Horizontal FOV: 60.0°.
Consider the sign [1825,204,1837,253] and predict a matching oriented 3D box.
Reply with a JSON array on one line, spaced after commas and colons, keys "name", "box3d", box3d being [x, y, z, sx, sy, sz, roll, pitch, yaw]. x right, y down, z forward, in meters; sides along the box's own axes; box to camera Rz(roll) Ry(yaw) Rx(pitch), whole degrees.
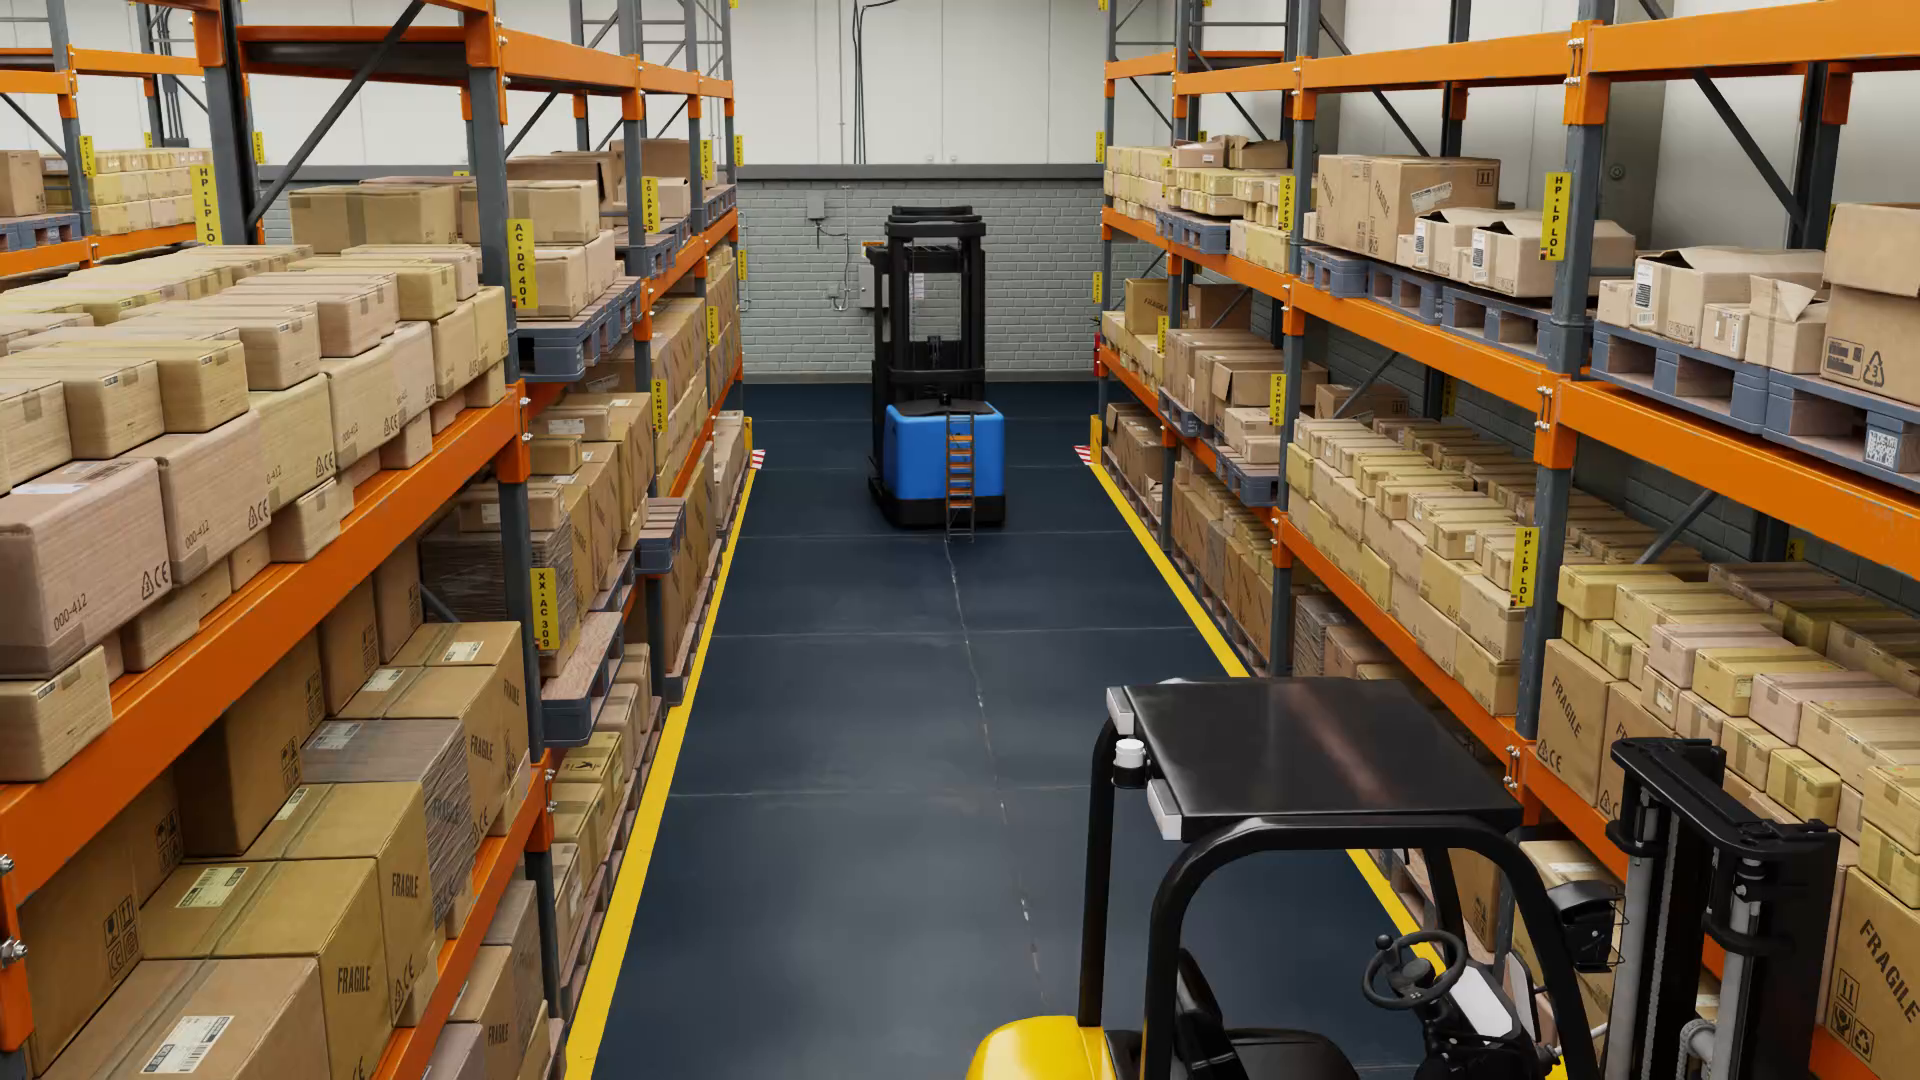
[{"name": "sign", "box3d": [3.353, -1.130, 6.406, 0.100, 0.325, 0.005, -1, 14, -3]}]

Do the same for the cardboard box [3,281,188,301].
[{"name": "cardboard box", "box3d": [-2.325, -0.613, 4.496, 0.380, 0.149, 0.250, -1, 14, -4]}]

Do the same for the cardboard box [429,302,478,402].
[{"name": "cardboard box", "box3d": [-1.826, -0.595, 5.227, 0.500, 0.250, 0.500, -1, 14, -4]}]

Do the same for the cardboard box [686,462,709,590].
[{"name": "cardboard box", "box3d": [-2.468, -0.089, 12.996, 0.875, 0.875, 0.875, 0, 14, -2]}]

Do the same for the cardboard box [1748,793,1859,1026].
[{"name": "cardboard box", "box3d": [2.658, 1.067, 4.883, 0.500, 0.500, 0.500, -1, 14, -3]}]

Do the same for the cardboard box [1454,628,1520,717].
[{"name": "cardboard box", "box3d": [2.507, 0.572, 7.309, 0.500, 0.250, 0.500, -1, 14, -2]}]

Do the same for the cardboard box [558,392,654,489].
[{"name": "cardboard box", "box3d": [-2.097, -0.584, 9.860, 0.500, 0.500, 0.500, -1, 14, -5]}]

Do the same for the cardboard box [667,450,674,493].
[{"name": "cardboard box", "box3d": [-2.231, -0.477, 11.386, 0.500, 0.250, 0.500, -1, 14, -5]}]

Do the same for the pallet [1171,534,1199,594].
[{"name": "pallet", "box3d": [2.392, 0.183, 14.116, 1.003, 0.211, 1.213, -1, 14, -3]}]

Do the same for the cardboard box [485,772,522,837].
[{"name": "cardboard box", "box3d": [-1.808, 0.957, 6.016, 0.380, 0.149, 0.250, -1, 14, -2]}]

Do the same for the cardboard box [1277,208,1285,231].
[{"name": "cardboard box", "box3d": [2.293, -2.097, 10.861, 0.380, 0.149, 0.250, -1, 14, -5]}]

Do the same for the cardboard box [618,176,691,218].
[{"name": "cardboard box", "box3d": [-2.386, -2.689, 12.996, 0.500, 0.311, 0.500, -1, 14, -3]}]

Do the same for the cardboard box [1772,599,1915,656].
[{"name": "cardboard box", "box3d": [3.125, 0.317, 5.898, 0.380, 0.149, 0.250, -1, 14, -4]}]

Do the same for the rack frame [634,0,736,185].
[{"name": "rack frame", "box3d": [-2.898, -5.192, 17.369, 1.000, 3.000, 0.127, -1, 14, -3]}]

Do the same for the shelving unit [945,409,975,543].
[{"name": "shelving unit", "box3d": [0.001, -0.577, 15.087, 0.258, 1.200, 0.189, -1, 14, -3]}]

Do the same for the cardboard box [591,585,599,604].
[{"name": "cardboard box", "box3d": [-1.962, 0.216, 8.051, 0.380, 0.149, 0.250, -1, 14, -3]}]

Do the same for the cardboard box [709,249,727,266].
[{"name": "cardboard box", "box3d": [-2.562, -2.858, 16.830, 0.380, 0.149, 0.250, -1, 14, -2]}]

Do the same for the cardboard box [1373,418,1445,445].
[{"name": "cardboard box", "box3d": [2.774, -0.659, 10.290, 0.380, 0.149, 0.250, 0, 14, -2]}]

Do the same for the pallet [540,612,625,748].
[{"name": "pallet", "box3d": [-2.057, 0.598, 7.289, 1.003, 0.211, 1.213, -1, 14, -3]}]

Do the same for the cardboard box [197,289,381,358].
[{"name": "cardboard box", "box3d": [-1.726, -0.560, 4.290, 0.380, 0.149, 0.250, -1, 14, -3]}]

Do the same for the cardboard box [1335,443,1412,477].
[{"name": "cardboard box", "box3d": [2.366, -0.459, 9.510, 0.380, 0.149, 0.250, -1, 14, -3]}]

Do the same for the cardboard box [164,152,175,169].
[{"name": "cardboard box", "box3d": [-7.423, -3.474, 15.210, 0.380, 0.149, 0.250, -1, 14, -5]}]

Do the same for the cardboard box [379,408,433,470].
[{"name": "cardboard box", "box3d": [-1.781, -0.303, 4.893, 0.380, 0.149, 0.250, 0, 14, -2]}]

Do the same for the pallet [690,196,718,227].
[{"name": "pallet", "box3d": [-2.690, -2.905, 14.679, 1.003, 0.211, 1.213, -1, 14, -3]}]

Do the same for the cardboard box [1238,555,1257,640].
[{"name": "cardboard box", "box3d": [2.290, 0.406, 11.825, 0.500, 0.500, 0.500, -1, 14, -4]}]

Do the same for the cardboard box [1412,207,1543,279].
[{"name": "cardboard box", "box3d": [2.464, -1.408, 7.819, 0.500, 0.311, 0.500, -1, 14, -5]}]

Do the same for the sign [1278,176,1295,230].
[{"name": "sign", "box3d": [2.010, -2.070, 10.217, 0.100, 0.325, 0.005, -1, 14, -3]}]

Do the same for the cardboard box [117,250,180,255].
[{"name": "cardboard box", "box3d": [-8.032, -2.621, 16.611, 0.500, 0.500, 0.500, 0, 14, -2]}]

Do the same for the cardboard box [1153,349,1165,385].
[{"name": "cardboard box", "box3d": [2.029, -1.564, 15.011, 0.500, 0.250, 0.500, -1, 14, -2]}]

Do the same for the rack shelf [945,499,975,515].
[{"name": "rack shelf", "box3d": [0.001, -0.302, 15.157, 0.258, 0.103, 0.180, -1, 14, -3]}]

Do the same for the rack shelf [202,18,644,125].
[{"name": "rack shelf", "box3d": [-2.278, -2.163, 7.843, 1.077, 0.370, 4.000, -1, 14, -3]}]

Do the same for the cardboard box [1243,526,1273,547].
[{"name": "cardboard box", "box3d": [2.277, 0.000, 12.103, 0.380, 0.149, 0.250, 0, 14, -2]}]

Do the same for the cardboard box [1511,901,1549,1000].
[{"name": "cardboard box", "box3d": [2.521, 1.632, 6.561, 0.500, 0.250, 0.500, -1, 14, -4]}]

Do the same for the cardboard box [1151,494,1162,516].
[{"name": "cardboard box", "box3d": [1.976, -0.326, 15.376, 0.380, 0.149, 0.250, -1, 14, -5]}]

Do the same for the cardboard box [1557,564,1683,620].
[{"name": "cardboard box", "box3d": [2.523, 0.198, 6.363, 0.380, 0.149, 0.250, -1, 14, -2]}]

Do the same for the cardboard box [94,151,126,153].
[{"name": "cardboard box", "box3d": [-7.973, -3.529, 15.425, 0.380, 0.149, 0.250, 0, 14, -2]}]

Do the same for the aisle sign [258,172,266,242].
[{"name": "aisle sign", "box3d": [-7.537, -3.467, 17.487, 0.394, 0.787, 0.004, -1, 14, -3]}]

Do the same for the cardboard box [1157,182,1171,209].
[{"name": "cardboard box", "box3d": [2.024, -3.010, 14.611, 0.500, 0.250, 0.500, -1, 14, -3]}]

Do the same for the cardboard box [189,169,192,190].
[{"name": "cardboard box", "box3d": [-7.488, -3.442, 15.885, 0.500, 0.250, 0.500, -1, 14, -3]}]

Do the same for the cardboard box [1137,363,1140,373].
[{"name": "cardboard box", "box3d": [1.954, -1.707, 16.369, 0.380, 0.149, 0.250, -1, 14, -4]}]

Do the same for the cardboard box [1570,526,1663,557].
[{"name": "cardboard box", "box3d": [3.013, 0.037, 7.583, 0.380, 0.149, 0.250, -1, 14, -4]}]

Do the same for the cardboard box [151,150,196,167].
[{"name": "cardboard box", "box3d": [-7.471, -3.603, 15.712, 0.380, 0.149, 0.250, -1, 14, -2]}]

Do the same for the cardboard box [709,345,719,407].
[{"name": "cardboard box", "box3d": [-2.418, -1.461, 14.707, 0.500, 0.500, 0.500, 0, 14, -2]}]

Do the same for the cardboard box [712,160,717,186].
[{"name": "cardboard box", "box3d": [-2.780, -3.808, 17.268, 0.500, 0.250, 0.500, -2, 15, -9]}]

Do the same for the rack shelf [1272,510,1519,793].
[{"name": "rack shelf", "box3d": [2.676, 0.471, 8.842, 1.077, 0.370, 4.000, -1, 14, -3]}]

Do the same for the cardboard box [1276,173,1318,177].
[{"name": "cardboard box", "box3d": [2.560, -2.640, 12.337, 0.380, 0.149, 0.250, -1, 14, -2]}]

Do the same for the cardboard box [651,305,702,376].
[{"name": "cardboard box", "box3d": [-2.332, -1.589, 13.197, 0.500, 0.500, 0.500, -1, 14, -2]}]

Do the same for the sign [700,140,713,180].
[{"name": "sign", "box3d": [-2.109, -3.158, 13.815, 0.100, 0.325, 0.005, -1, 14, -3]}]

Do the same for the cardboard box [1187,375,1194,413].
[{"name": "cardboard box", "box3d": [2.007, -1.156, 13.150, 0.396, 0.266, 0.258, 0, 14, -1]}]

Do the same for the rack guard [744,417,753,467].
[{"name": "rack guard", "box3d": [-2.899, -1.082, 18.452, 1.175, 0.500, 0.348, -1, 14, -3]}]

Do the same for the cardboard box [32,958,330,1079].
[{"name": "cardboard box", "box3d": [-1.694, 1.249, 3.577, 0.500, 0.500, 0.500, 0, 14, -2]}]

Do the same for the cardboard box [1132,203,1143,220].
[{"name": "cardboard box", "box3d": [1.862, -3.168, 16.026, 0.380, 0.149, 0.250, -1, 14, -2]}]

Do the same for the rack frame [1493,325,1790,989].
[{"name": "rack frame", "box3d": [2.799, 0.620, 6.819, 1.000, 3.000, 0.127, -1, 14, -3]}]

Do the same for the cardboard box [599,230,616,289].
[{"name": "cardboard box", "box3d": [-1.876, -1.288, 7.675, 0.500, 0.250, 0.500, -1, 14, -4]}]

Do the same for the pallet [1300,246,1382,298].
[{"name": "pallet", "box3d": [2.683, -1.568, 9.685, 1.213, 0.211, 1.003, 0, 14, -1]}]

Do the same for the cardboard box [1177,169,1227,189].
[{"name": "cardboard box", "box3d": [1.946, -2.886, 13.291, 0.380, 0.149, 0.250, -1, 14, -4]}]

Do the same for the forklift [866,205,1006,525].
[{"name": "forklift", "box3d": [-0.340, -1.883, 16.687, 1.130, 2.935, 3.031, -3, 15, -10]}]
